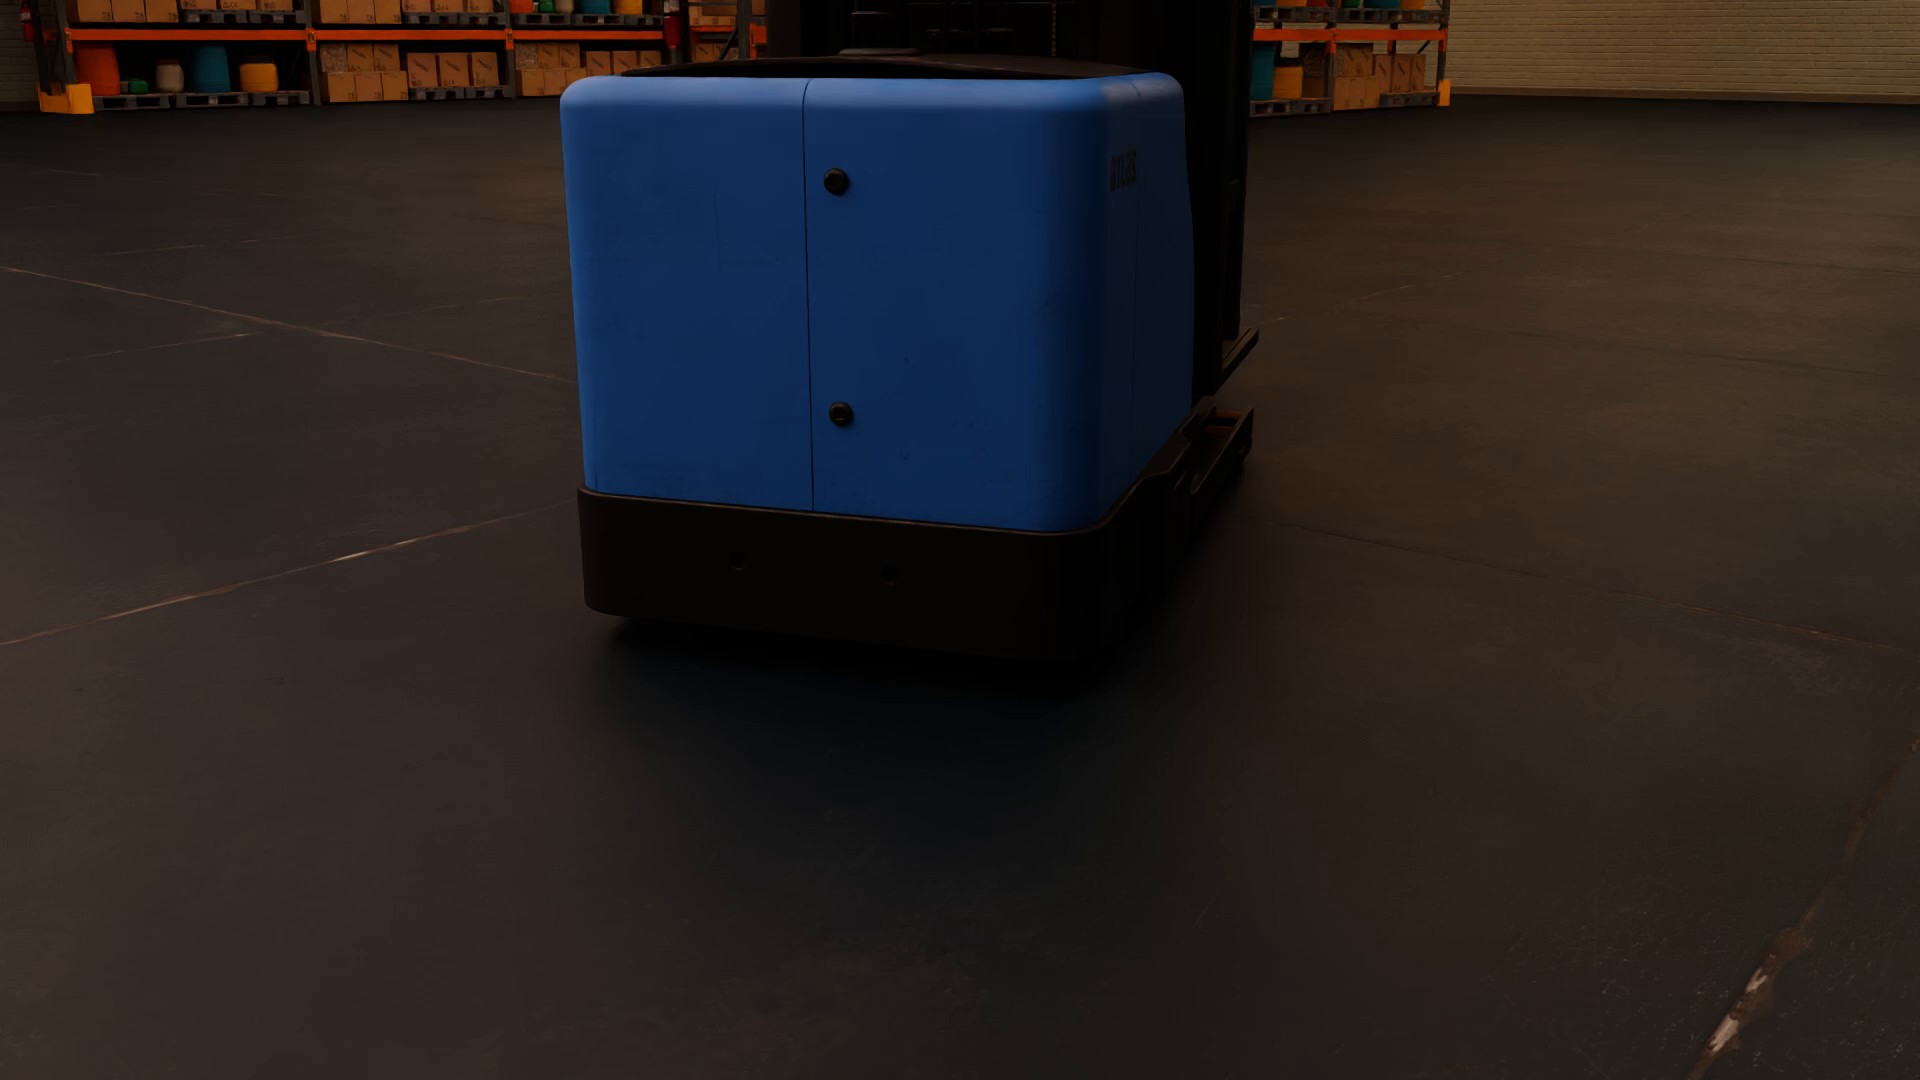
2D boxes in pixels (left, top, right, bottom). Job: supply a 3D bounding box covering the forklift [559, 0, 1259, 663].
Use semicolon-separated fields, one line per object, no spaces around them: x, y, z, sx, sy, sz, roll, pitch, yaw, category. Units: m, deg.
0.182;-1.571;4.072;1.130;2.935;3.031;5;18;17;forklift
